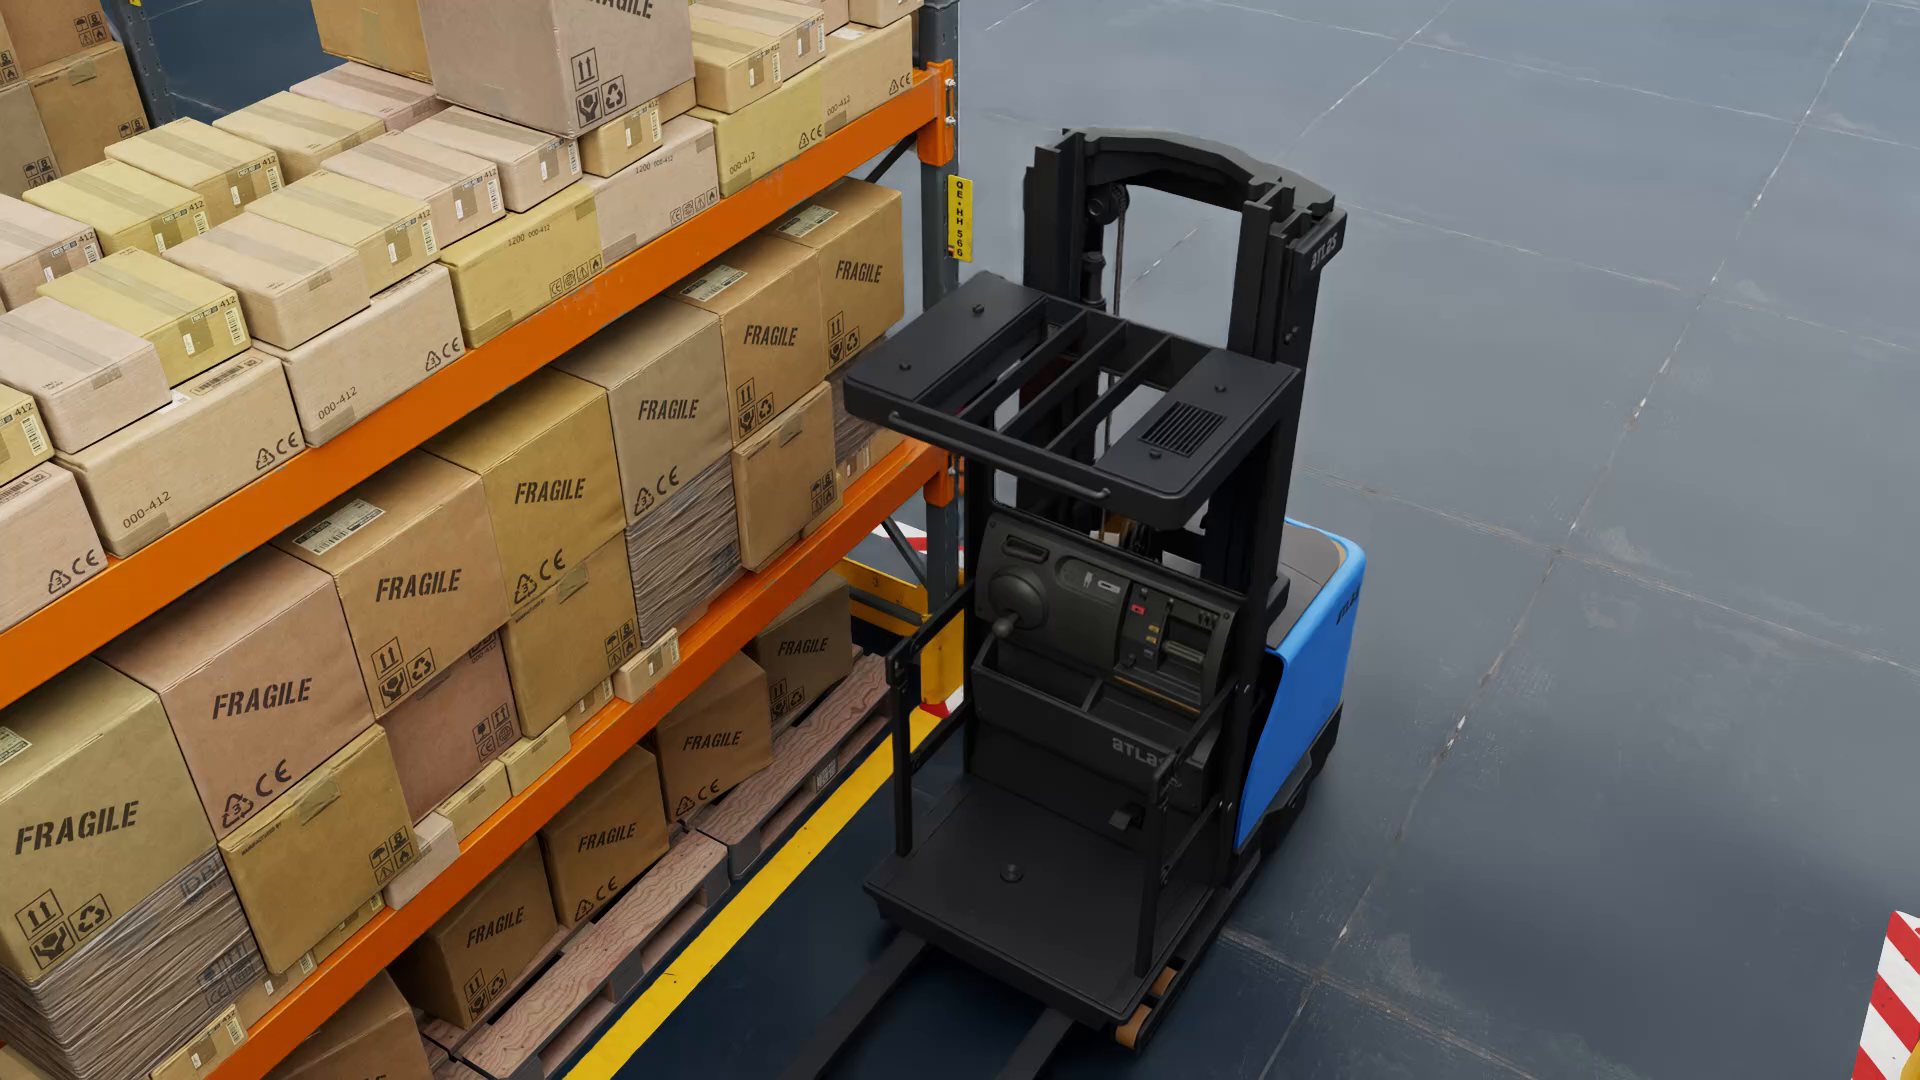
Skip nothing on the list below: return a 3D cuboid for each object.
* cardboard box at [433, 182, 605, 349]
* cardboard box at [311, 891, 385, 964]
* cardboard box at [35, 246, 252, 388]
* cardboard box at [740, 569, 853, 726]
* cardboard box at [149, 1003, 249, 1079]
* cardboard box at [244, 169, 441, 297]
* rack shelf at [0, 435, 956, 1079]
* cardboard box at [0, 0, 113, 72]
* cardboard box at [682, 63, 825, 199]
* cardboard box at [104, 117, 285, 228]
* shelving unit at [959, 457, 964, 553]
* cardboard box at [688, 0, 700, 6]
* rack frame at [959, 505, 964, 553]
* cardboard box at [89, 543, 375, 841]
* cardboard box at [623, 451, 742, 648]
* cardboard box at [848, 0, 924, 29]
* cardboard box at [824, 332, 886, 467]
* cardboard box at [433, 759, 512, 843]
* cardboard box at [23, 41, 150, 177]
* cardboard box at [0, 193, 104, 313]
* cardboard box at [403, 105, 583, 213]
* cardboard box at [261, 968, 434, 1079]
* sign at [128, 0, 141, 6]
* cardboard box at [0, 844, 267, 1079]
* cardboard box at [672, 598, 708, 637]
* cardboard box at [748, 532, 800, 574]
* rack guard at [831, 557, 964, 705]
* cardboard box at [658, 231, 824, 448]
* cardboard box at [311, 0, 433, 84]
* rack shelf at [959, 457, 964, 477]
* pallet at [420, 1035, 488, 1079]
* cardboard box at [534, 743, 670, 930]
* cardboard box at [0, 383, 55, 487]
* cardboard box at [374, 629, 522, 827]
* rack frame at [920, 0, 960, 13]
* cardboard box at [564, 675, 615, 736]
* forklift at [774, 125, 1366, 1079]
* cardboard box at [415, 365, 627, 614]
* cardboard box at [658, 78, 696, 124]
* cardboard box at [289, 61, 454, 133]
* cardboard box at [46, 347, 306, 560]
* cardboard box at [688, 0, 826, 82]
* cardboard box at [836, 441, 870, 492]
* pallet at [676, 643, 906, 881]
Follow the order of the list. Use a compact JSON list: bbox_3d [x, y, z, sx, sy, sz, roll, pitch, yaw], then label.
[{"bbox_3d":[-1.313,-0.788,4.421,0.500,0.250,0.500,20,42,24],"label":"cardboard box"},{"bbox_3d":[-1.849,0.982,4.664,0.380,0.149,0.250,21,42,25],"label":"cardboard box"},{"bbox_3d":[-1.822,-0.497,3.716,0.380,0.149,0.250,22,43,26],"label":"cardboard box"},{"bbox_3d":[-0.806,0.368,6.959,0.500,0.500,0.500,30,47,33],"label":"cardboard box"},{"bbox_3d":[-2.086,1.252,4.314,0.380,0.149,0.250,21,42,25],"label":"cardboard box"},{"bbox_3d":[-1.499,-0.748,4.042,0.380,0.149,0.250,20,42,24],"label":"cardboard box"},{"bbox_3d":[-1.529,0.544,5.616,1.077,0.370,4.000,21,42,25],"label":"rack shelf"},{"bbox_3d":[-4.822,-2.755,8.299,0.875,0.550,0.550,21,42,25],"label":"cardboard box"},{"bbox_3d":[-0.766,-1.311,5.099,0.500,0.250,0.500,21,43,25],"label":"cardboard box"},{"bbox_3d":[-1.968,-0.940,4.291,0.380,0.149,0.250,23,43,27],"label":"cardboard box"},{"bbox_3d":[0.008,-0.483,7.833,0.258,1.200,0.189,21,42,25],"label":"shelving unit"},{"bbox_3d":[-1.052,-1.720,5.303,0.380,0.149,0.250,20,42,24],"label":"cardboard box"},{"bbox_3d":[-0.041,-0.436,7.772,0.240,1.200,0.006,21,42,25],"label":"rack frame"},{"bbox_3d":[-1.878,0.329,4.161,0.500,0.500,0.500,21,42,25],"label":"cardboard box"},{"bbox_3d":[-1.246,-0.114,5.555,0.875,0.500,0.500,21,42,25],"label":"cardboard box"},{"bbox_3d":[-0.342,-1.813,5.424,0.380,0.149,0.250,21,42,25],"label":"cardboard box"},{"bbox_3d":[-0.775,-0.655,6.257,0.875,0.500,0.500,21,42,25],"label":"cardboard box"},{"bbox_3d":[-1.582,0.725,4.998,0.380,0.149,0.250,21,42,25],"label":"cardboard box"},{"bbox_3d":[-4.752,-2.300,8.593,0.875,0.550,0.550,21,42,25],"label":"cardboard box"},{"bbox_3d":[-2.262,-0.675,3.947,0.380,0.149,0.250,20,42,24],"label":"cardboard box"},{"bbox_3d":[-1.232,-1.019,4.394,0.380,0.149,0.250,19,42,23],"label":"cardboard box"},{"bbox_3d":[-2.052,1.623,5.331,0.500,0.500,0.500,-26,45,-30],"label":"cardboard box"},{"bbox_3d":[-4.140,-2.814,8.241,0.100,0.325,0.005,21,42,25],"label":"sign"},{"bbox_3d":[-2.307,0.921,4.213,0.875,0.500,0.500,21,42,25],"label":"cardboard box"},{"bbox_3d":[-1.091,0.192,5.690,0.380,0.149,0.250,21,42,25],"label":"cardboard box"},{"bbox_3d":[-0.807,-0.060,6.016,0.380,0.149,0.250,21,42,25],"label":"cardboard box"},{"bbox_3d":[-0.498,0.257,7.447,1.175,0.500,0.348,21,42,25],"label":"rack guard"},{"bbox_3d":[-0.806,-0.701,5.498,0.500,0.500,0.500,21,42,25],"label":"cardboard box"},{"bbox_3d":[-1.480,-1.638,4.666,0.500,0.500,0.500,21,42,25],"label":"cardboard box"},{"bbox_3d":[0.008,-0.353,7.933,0.258,0.103,0.180,21,42,25],"label":"rack shelf"},{"bbox_3d":[-2.270,2.037,5.375,1.003,0.211,1.213,21,42,25],"label":"pallet"},{"bbox_3d":[-1.448,1.004,6.134,0.500,0.500,0.500,25,44,29],"label":"cardboard box"},{"bbox_3d":[-2.081,-0.223,3.361,0.380,0.149,0.250,19,42,23],"label":"cardboard box"},{"bbox_3d":[-1.826,0.384,4.909,0.875,0.500,0.500,21,42,25],"label":"cardboard box"},{"bbox_3d":[-0.457,-3.148,4.903,1.000,3.000,0.127,21,42,25],"label":"rack frame"},{"bbox_3d":[-1.343,0.456,5.347,0.380,0.149,0.250,21,42,25],"label":"cardboard box"},{"bbox_3d":[0.354,0.300,5.400,1.130,2.935,3.031,22,43,26],"label":"forklift"},{"bbox_3d":[-1.351,-0.189,4.834,0.500,0.500,0.500,21,42,25],"label":"cardboard box"},{"bbox_3d":[-0.987,-1.317,4.780,0.380,0.149,0.250,22,43,26],"label":"cardboard box"},{"bbox_3d":[-1.620,-1.189,4.614,0.380,0.149,0.250,21,42,25],"label":"cardboard box"},{"bbox_3d":[-1.864,-0.261,3.737,0.500,0.250,0.500,21,42,25],"label":"cardboard box"},{"bbox_3d":[-0.635,-1.541,5.071,0.380,0.149,0.250,19,42,23],"label":"cardboard box"},{"bbox_3d":[-0.570,-0.329,6.366,0.380,0.149,0.250,21,42,25],"label":"cardboard box"},{"bbox_3d":[-0.963,0.779,7.006,1.003,0.211,1.213,21,42,25],"label":"pallet"}]
